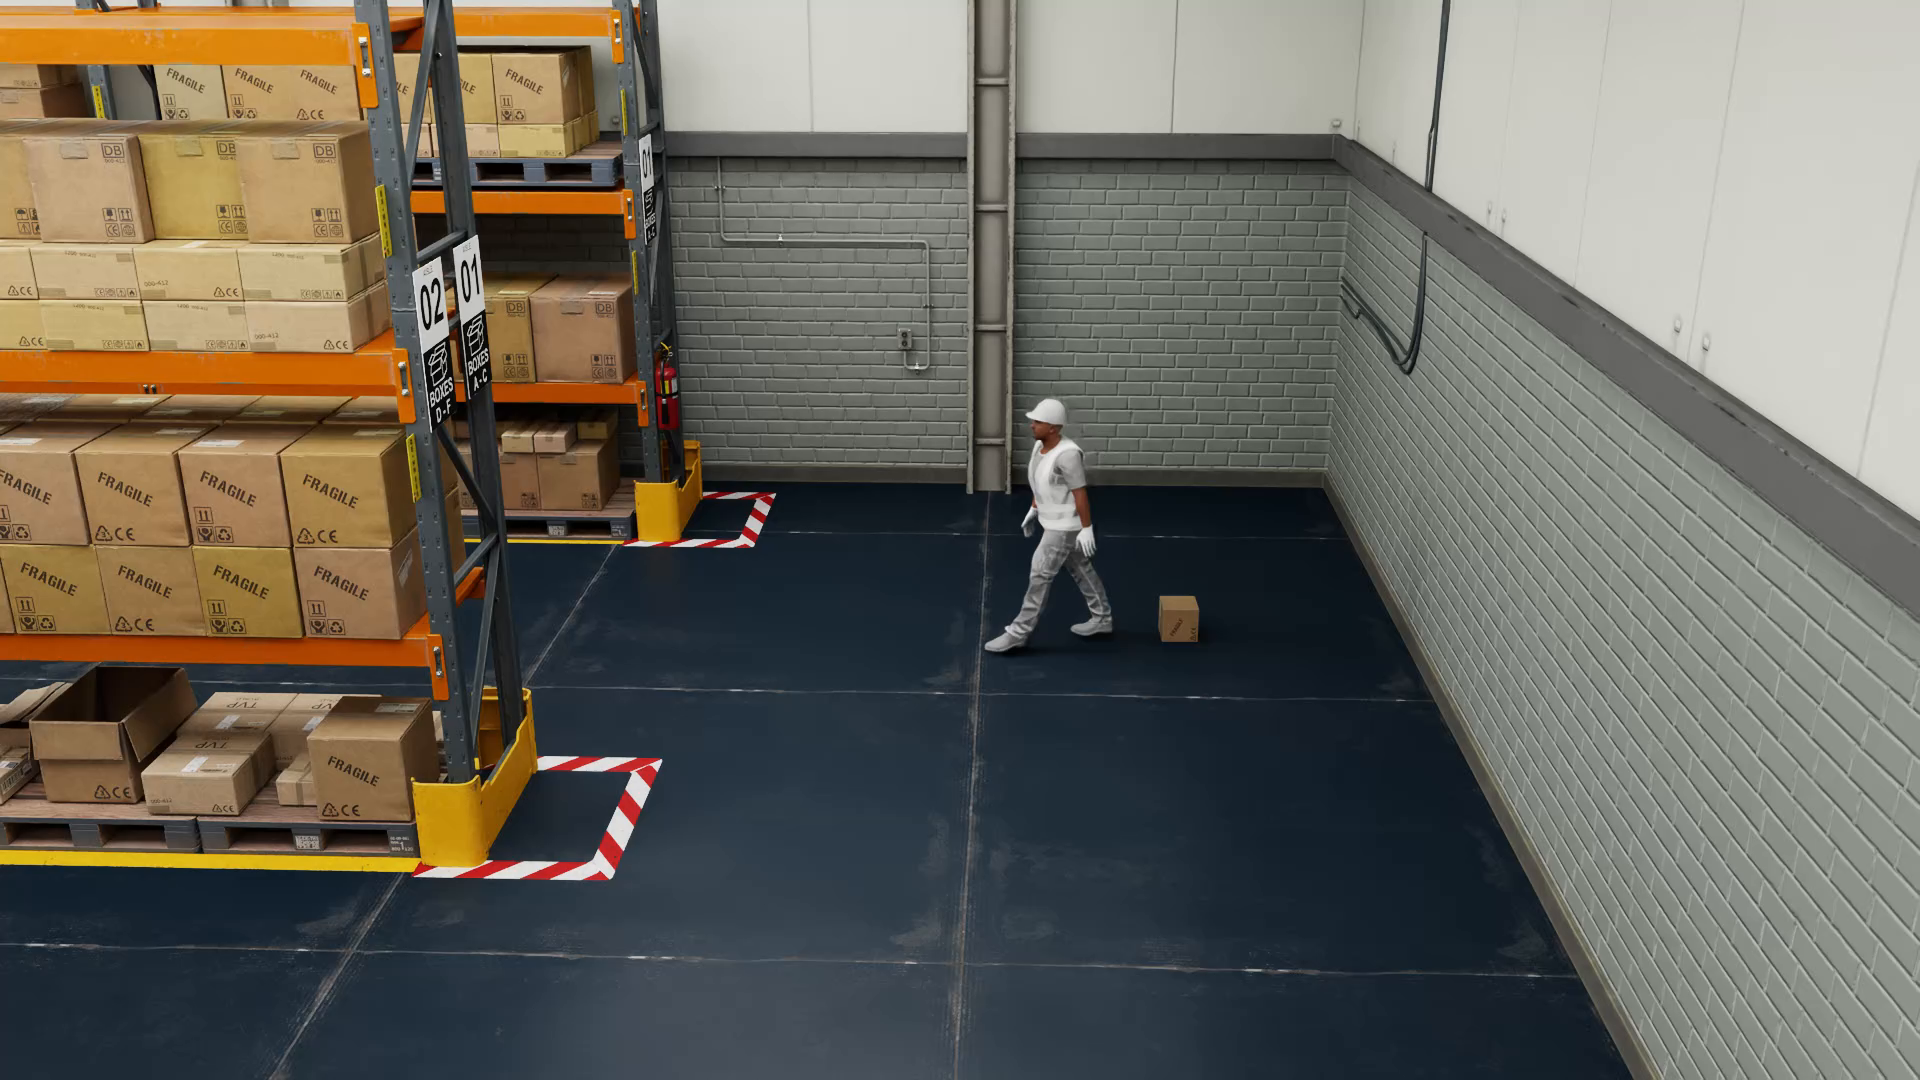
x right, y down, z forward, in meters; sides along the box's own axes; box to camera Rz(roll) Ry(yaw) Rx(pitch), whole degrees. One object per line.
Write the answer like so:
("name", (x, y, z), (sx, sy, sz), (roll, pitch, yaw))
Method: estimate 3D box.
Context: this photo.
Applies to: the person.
("person", (0.613, -0.128, 11.359), (0.954, 1.724, 0.592), (-3, 21, -9))
